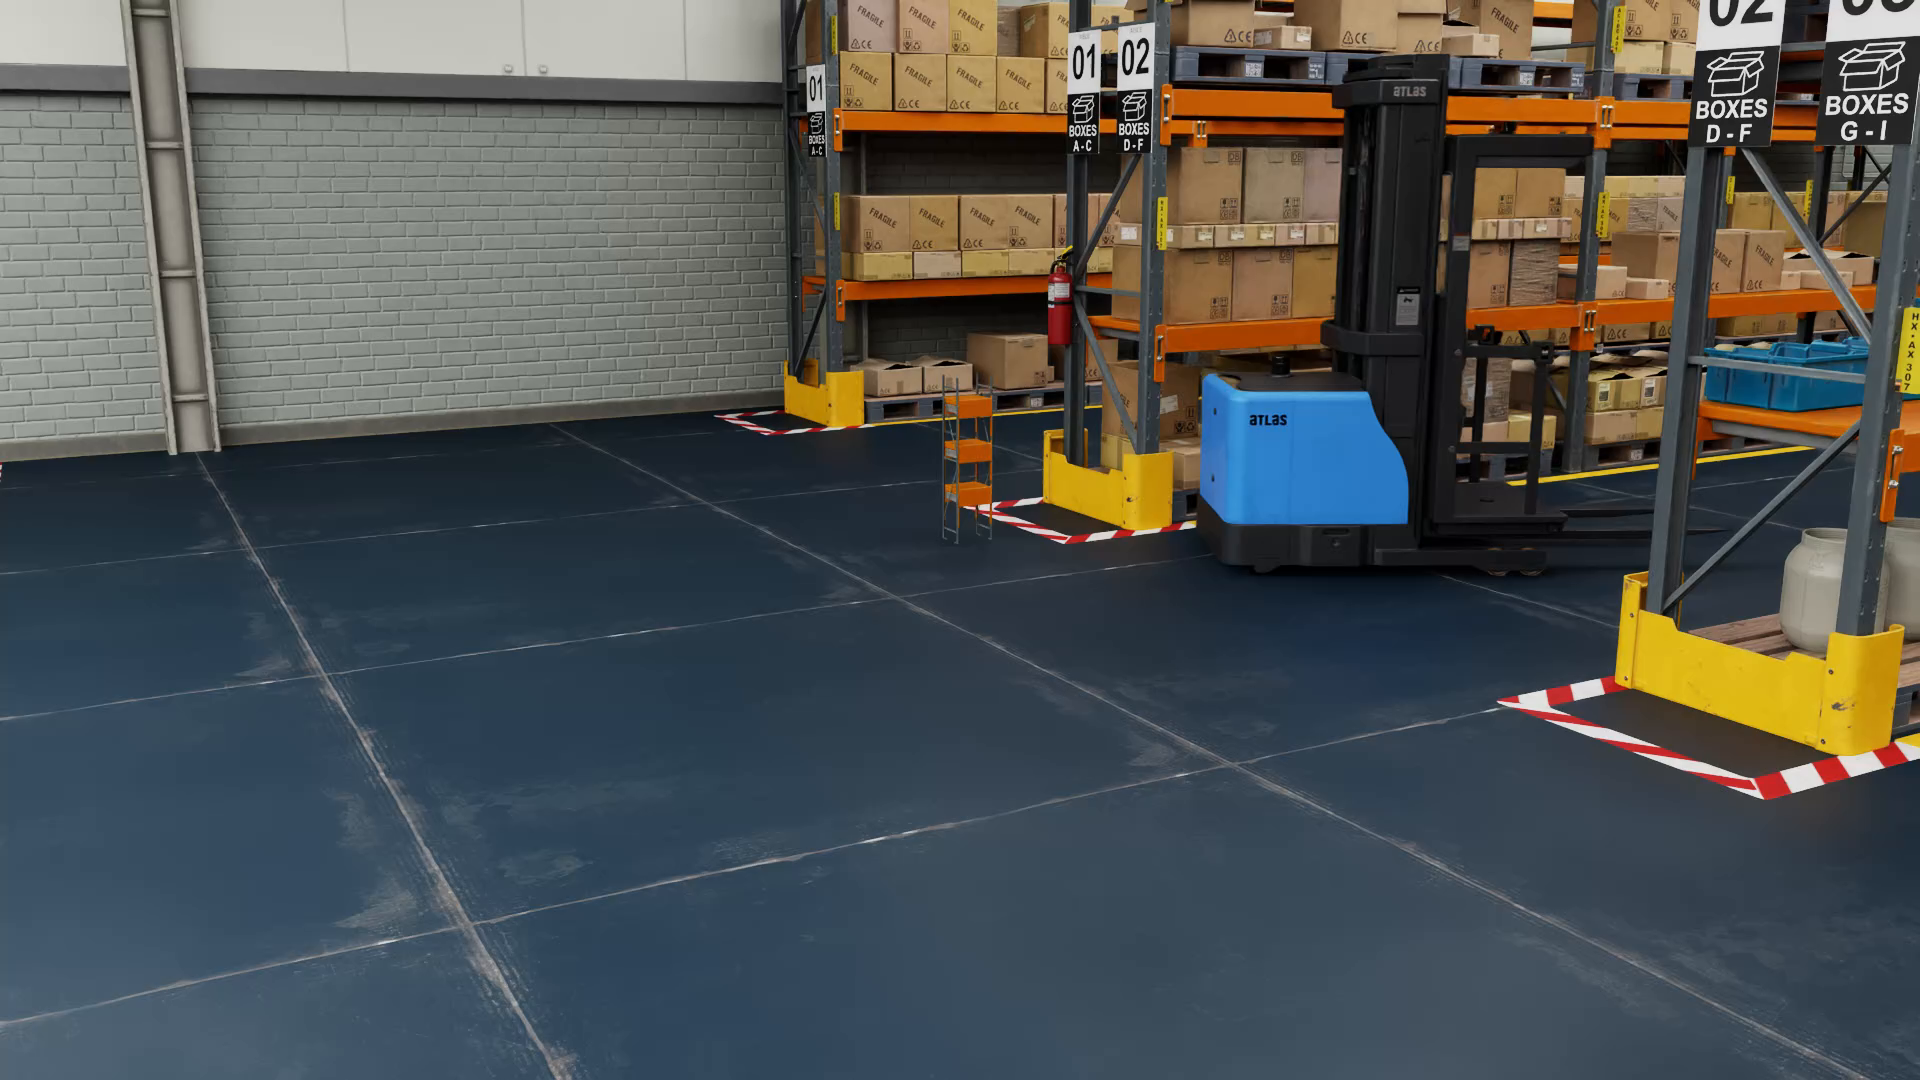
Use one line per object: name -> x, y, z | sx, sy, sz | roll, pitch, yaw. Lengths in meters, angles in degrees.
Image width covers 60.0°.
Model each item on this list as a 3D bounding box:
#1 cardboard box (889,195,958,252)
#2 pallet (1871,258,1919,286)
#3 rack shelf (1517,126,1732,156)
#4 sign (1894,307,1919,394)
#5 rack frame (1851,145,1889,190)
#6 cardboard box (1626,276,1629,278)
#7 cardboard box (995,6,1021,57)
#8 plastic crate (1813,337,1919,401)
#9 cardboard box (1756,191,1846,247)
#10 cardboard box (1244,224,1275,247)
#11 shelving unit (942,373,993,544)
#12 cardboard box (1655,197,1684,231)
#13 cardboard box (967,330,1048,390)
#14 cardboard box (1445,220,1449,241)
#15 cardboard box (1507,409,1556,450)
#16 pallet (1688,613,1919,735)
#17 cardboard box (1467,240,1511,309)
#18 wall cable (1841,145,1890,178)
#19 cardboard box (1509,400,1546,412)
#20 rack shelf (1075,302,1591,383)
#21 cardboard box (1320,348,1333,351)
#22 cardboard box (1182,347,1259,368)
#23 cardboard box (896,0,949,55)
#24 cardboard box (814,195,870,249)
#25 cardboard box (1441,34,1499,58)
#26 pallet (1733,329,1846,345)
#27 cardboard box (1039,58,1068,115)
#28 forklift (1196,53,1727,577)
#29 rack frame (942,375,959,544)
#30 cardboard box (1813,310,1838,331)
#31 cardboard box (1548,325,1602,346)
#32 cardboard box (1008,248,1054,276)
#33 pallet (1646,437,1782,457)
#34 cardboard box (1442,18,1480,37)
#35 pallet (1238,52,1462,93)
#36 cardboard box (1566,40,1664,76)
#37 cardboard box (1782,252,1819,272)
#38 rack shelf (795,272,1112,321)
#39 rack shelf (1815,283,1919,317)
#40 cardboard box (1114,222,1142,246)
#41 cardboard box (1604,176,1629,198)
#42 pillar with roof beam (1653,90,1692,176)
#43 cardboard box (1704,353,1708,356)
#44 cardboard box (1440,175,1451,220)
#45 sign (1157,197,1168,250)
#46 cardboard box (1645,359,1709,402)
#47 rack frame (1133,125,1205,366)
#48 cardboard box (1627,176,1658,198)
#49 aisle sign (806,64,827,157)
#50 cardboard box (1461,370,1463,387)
cardboard box -> -0.355, -2.952, 15.480 | 0.500, 0.500, 0.500 | -7, 14, -28
pallet -> 8.603, -2.485, 15.258 | 1.003, 0.211, 1.213 | -7, 14, -28
rack shelf -> 7.420, -4.771, 19.784 | 4.000, 0.370, 1.077 | -7, 14, -28
sign -> 3.650, -0.726, 6.373 | 0.005, 0.325, 0.100 | -7, 14, -28
rack frame -> 12.687, -4.290, 22.840 | 0.127, 3.000, 1.000 | -7, 14, -28
cardboard box -> 5.214, -2.136, 13.573 | 0.258, 0.266, 0.396 | -7, 15, -29
cardboard box -> 0.258, -4.871, 16.038 | 0.500, 0.500, 0.500 | -7, 14, -28
plastic crate -> 4.259, -0.803, 7.682 | 0.408, 0.251, 0.499 | -7, 14, -28
cardboard box -> 10.937, -4.224, 21.861 | 0.700, 0.700, 0.980 | -8, 15, -31
cardboard box -> 1.917, -2.072, 11.278 | 0.250, 0.149, 0.380 | -7, 14, -28
shelving unit -> 0.047, -0.518, 10.519 | 0.252, 1.050, 0.215 | -7, 14, -28
cardboard box -> 8.448, -3.920, 20.245 | 0.500, 0.500, 0.500 | -7, 14, -27
cardboard box -> 0.462, -1.785, 16.399 | 0.500, 0.500, 0.700 | -8, 15, -31
cardboard box -> 3.501, -2.262, 12.123 | 0.250, 0.149, 0.380 | -7, 14, -28
cardboard box -> 4.228, -0.846, 12.842 | 0.500, 0.250, 0.500 | -7, 14, -28
pallet -> 4.150, 0.561, 7.634 | 1.213, 0.211, 1.003 | -7, 14, -28
cardboard box -> 3.684, -2.017, 12.514 | 0.500, 0.500, 0.700 | -7, 14, -28
wall cable -> 13.357, -5.103, 24.137 | 1.851, 1.984, 0.084 | -7, 14, -28
cardboard box -> 4.756, -1.036, 13.688 | 0.500, 0.250, 0.500 | -7, 14, -28
rack shelf -> 2.775, -1.512, 12.134 | 4.000, 0.370, 1.077 | -7, 14, -28
cardboard box -> 3.096, -1.209, 12.747 | 0.500, 0.500, 0.500 | -7, 14, -28
cardboard box -> 2.792, -2.103, 17.815 | 0.500, 0.500, 0.700 | -6, 14, -26
cardboard box -> -0.438, -4.653, 15.071 | 0.500, 0.500, 0.500 | -7, 14, -29
cardboard box -> -1.045, -3.000, 15.695 | 0.500, 0.500, 0.500 | -7, 14, -28
cardboard box -> 3.603, -3.508, 11.829 | 0.250, 0.149, 0.380 | -7, 14, -28
pallet -> 10.953, -2.703, 22.139 | 1.213, 0.211, 1.003 | -7, 14, -28
cardboard box -> 0.911, -4.332, 15.923 | 0.500, 0.500, 0.500 | -7, 15, -30
forklift -> 3.024, -1.334, 9.863 | 3.031, 2.935, 1.130 | 0, 13, -2
rack frame -> -0.060, -0.505, 10.462 | 0.008, 1.050, 0.200 | -7, 14, -28
cardboard box -> 11.240, -3.077, 22.185 | 0.500, 0.500, 0.700 | -7, 15, -30
cardboard box -> 7.145, -2.747, 19.925 | 0.750, 0.750, 0.750 | -7, 14, -28
cardboard box -> 0.567, -2.696, 16.053 | 0.500, 0.250, 0.500 | -7, 14, -27
pallet -> 6.231, -0.927, 14.248 | 1.213, 0.211, 1.003 | -7, 14, -28
cardboard box -> 3.488, -3.707, 12.347 | 0.500, 0.311, 0.500 | -8, 15, -31
pallet -> 2.725, -3.271, 11.683 | 1.213, 0.211, 1.003 | -7, 14, -28
cardboard box -> 5.076, -3.731, 12.911 | 0.500, 0.250, 0.500 | -5, 14, -22
cardboard box -> 7.164, -2.394, 14.617 | 0.500, 0.311, 0.500 | -7, 14, -29
rack shelf -> 0.398, -2.466, 16.374 | 4.000, 0.370, 1.077 | -7, 14, -28
rack shelf -> 9.797, -2.354, 15.874 | 4.000, 0.370, 1.077 | -7, 14, -28
cardboard box -> 1.264, -2.095, 11.380 | 0.250, 0.149, 0.380 | -7, 15, -29
cardboard box -> 7.540, -4.181, 19.696 | 0.500, 0.250, 0.500 | -7, 15, -29
pillar with roof beam -> 11.438, -6.207, 17.693 | 0.400, 9.000, 9.100 | -7, 14, -28
cardboard box -> 6.535, -1.523, 14.571 | 0.500, 0.311, 0.500 | -7, 15, -29
cardboard box -> 3.261, -2.601, 12.153 | 0.500, 0.500, 0.700 | -7, 14, -28
sign -> 1.280, -2.006, 10.538 | 0.005, 0.325, 0.100 | -7, 14, -28
cardboard box -> 5.908, -1.312, 13.636 | 0.500, 0.311, 0.500 | -7, 15, -30
rack frame -> 2.154, -3.028, 17.230 | 0.127, 3.000, 1.000 | -7, 14, -28
cardboard box -> 7.987, -4.235, 19.935 | 0.500, 0.250, 0.500 | -7, 14, -27
aisle sign -> -1.276, -3.810, 14.784 | 0.004, 0.787, 0.394 | -7, 14, -28
cardboard box -> 3.347, -1.108, 12.299 | 0.500, 0.500, 0.500 | -7, 14, -28
